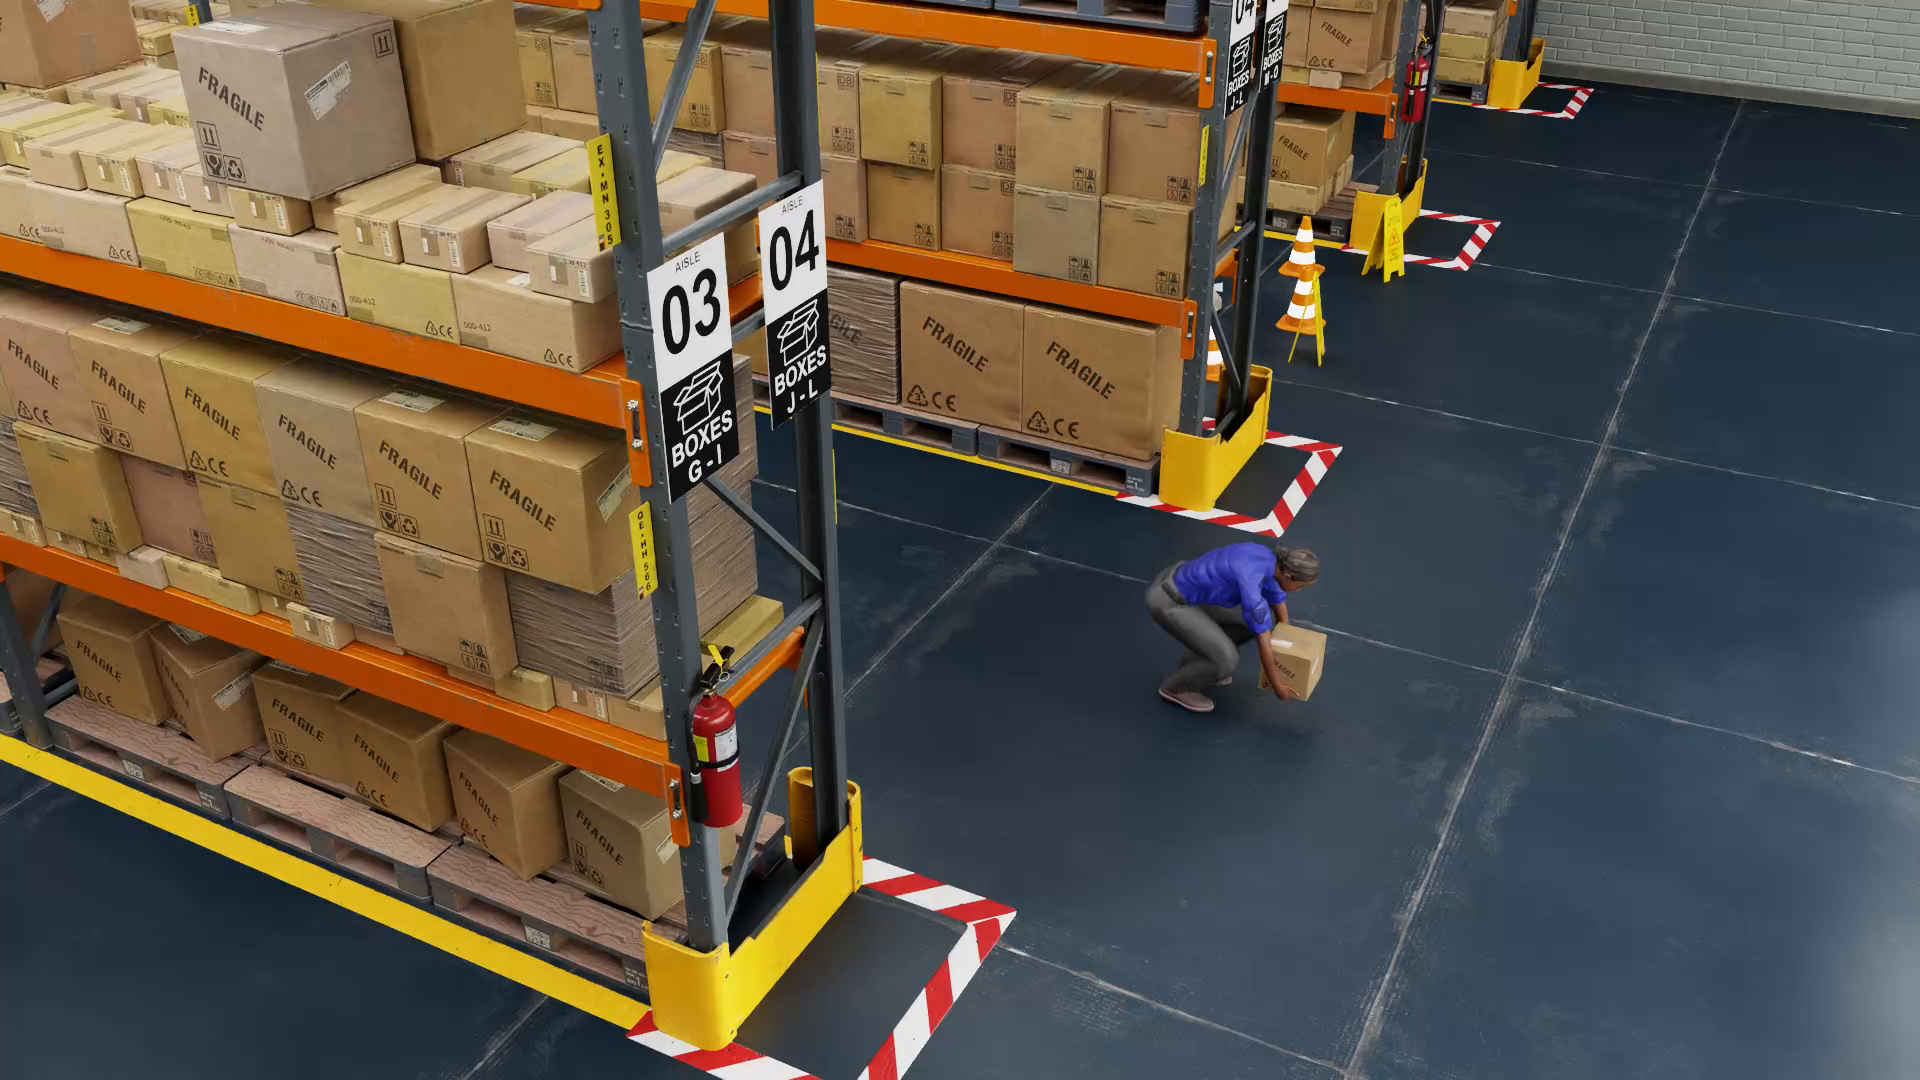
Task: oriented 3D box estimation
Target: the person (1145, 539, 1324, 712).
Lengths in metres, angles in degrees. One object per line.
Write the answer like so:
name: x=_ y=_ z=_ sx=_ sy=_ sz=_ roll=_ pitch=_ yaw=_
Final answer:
person: x=1.355 y=0.401 z=8.313 sx=0.851 sy=0.948 sz=0.472 roll=13 pitch=33 yaw=21
